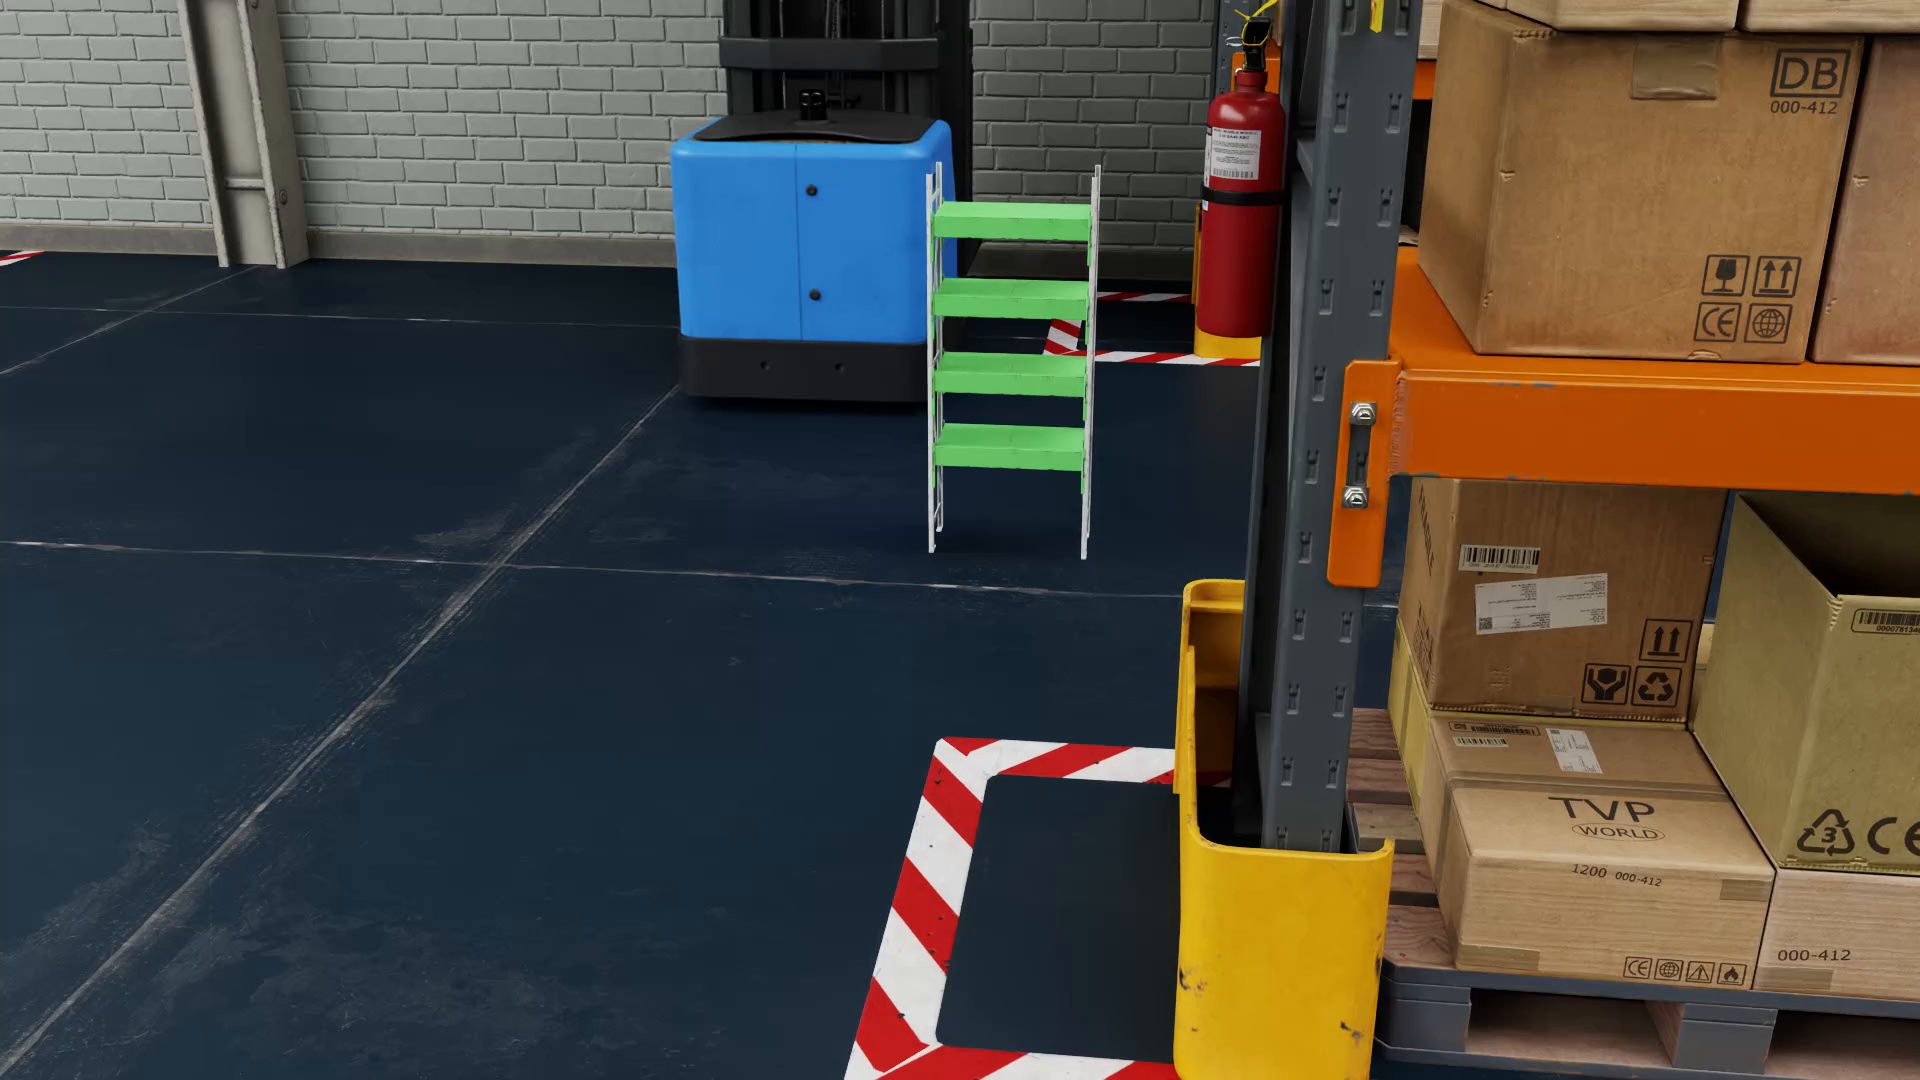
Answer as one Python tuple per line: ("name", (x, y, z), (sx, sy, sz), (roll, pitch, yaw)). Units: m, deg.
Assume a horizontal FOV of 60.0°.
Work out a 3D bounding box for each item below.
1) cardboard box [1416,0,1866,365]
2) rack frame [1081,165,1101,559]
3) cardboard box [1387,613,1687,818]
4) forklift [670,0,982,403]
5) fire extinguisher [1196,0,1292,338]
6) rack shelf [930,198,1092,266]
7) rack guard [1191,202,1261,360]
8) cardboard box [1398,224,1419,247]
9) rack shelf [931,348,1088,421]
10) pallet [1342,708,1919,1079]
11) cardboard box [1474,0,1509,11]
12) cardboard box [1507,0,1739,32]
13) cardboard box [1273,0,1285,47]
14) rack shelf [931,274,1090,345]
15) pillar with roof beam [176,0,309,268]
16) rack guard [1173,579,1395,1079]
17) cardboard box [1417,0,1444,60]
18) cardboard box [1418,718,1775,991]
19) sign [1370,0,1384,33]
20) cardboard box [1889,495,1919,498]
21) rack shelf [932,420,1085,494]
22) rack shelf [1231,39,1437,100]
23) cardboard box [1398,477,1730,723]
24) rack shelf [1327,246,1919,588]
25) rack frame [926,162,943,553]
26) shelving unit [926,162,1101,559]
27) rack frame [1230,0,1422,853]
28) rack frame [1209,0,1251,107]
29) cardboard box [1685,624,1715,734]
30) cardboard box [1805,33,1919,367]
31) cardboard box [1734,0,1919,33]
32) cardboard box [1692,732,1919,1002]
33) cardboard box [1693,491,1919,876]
("cardboard box", (1.108, -0.642, 2.847), (0.500, 0.500, 0.700), (3, 22, 6))
("rack frame", (0.407, -0.540, 5.174), (0.015, 1.200, 0.240), (2, 22, 6))
("cardboard box", (1.213, 0.379, 3.571), (0.500, 0.250, 0.500), (2, 22, 6))
("forklift", (-0.476, -2.412, 7.554), (1.130, 2.935, 3.031), (2, 22, 5))
("fire extinguisher", (0.583, -0.759, 3.385), (0.183, 0.674, 0.296), (2, 22, 6))
("rack shelf", (0.164, -0.938, 5.048), (0.480, 0.148, 0.258), (2, 22, 6))
("rack guard", (1.301, -1.263, 7.955), (0.348, 0.500, 1.175), (2, 22, 6))
("cardboard box", (1.902, -1.320, 7.758), (0.500, 0.311, 0.500), (0, 22, 0))
("rack shelf", (0.164, -0.491, 5.225), (0.480, 0.148, 0.258), (2, 22, 6))
("pallet", (1.410, 0.694, 3.396), (1.213, 0.211, 1.003), (2, 22, 6))
("cardboard box", (1.048, -1.021, 2.925), (0.250, 0.149, 0.380), (2, 22, 5))
("cardboard box", (1.010, -0.873, 2.549), (0.250, 0.149, 0.380), (2, 22, 6))
("cardboard box", (1.712, -2.419, 7.656), (0.500, 0.250, 0.500), (3, 22, 7))
("rack shelf", (0.164, -0.715, 5.136), (0.480, 0.148, 0.258), (2, 22, 6))
("pillar with roof beam", (-4.443, -4.192, 3.804), (0.400, 9.000, 9.100), (2, 22, 6))
("rack guard", (0.622, 0.541, 3.391), (0.348, 0.500, 1.175), (2, 22, 6))
("cardboard box", (2.190, -2.214, 7.137), (0.500, 0.250, 0.500), (2, 22, 5))
("cardboard box", (1.152, 0.568, 3.093), (0.500, 0.250, 0.500), (2, 22, 6))
("sign", (0.575, -0.857, 2.243), (0.005, 0.325, 0.100), (2, 22, 6))
("cardboard box", (2.208, 0.067, 3.339), (0.500, 0.500, 0.500), (2, 22, 6))
("rack shelf", (0.164, -0.268, 5.313), (0.480, 0.148, 0.258), (2, 22, 6))
("rack shelf", (3.211, -2.008, 7.417), (4.000, 0.370, 1.077), (2, 22, 6))
("cardboard box", (1.214, 0.029, 3.435), (0.500, 0.500, 0.500), (2, 22, 6))
("rack shelf", (2.632, -0.199, 2.842), (4.000, 0.370, 1.077), (2, 22, 6))
("rack frame", (-0.078, -0.561, 5.228), (0.015, 1.200, 0.240), (2, 22, 6))
("shelving unit", (0.164, -0.551, 5.201), (0.503, 1.200, 0.258), (2, 22, 6))
("rack frame", (0.646, -0.620, 2.929), (0.127, 3.000, 1.000), (2, 22, 6))
("rack frame", (1.225, -2.429, 7.504), (0.127, 3.000, 1.000), (2, 22, 6))
("cardboard box", (1.711, 0.396, 3.527), (0.500, 0.250, 0.500), (2, 22, 6))
("cardboard box", (1.630, -0.621, 2.794), (0.500, 0.500, 0.700), (3, 22, 8))
("cardboard box", (1.273, -0.862, 2.523), (0.250, 0.149, 0.380), (2, 22, 5))
("cardboard box", (1.649, 0.588, 3.041), (0.500, 0.250, 0.500), (2, 22, 6))
("cardboard box", (1.649, 0.240, 2.902), (0.500, 0.500, 0.500), (2, 22, 6))
